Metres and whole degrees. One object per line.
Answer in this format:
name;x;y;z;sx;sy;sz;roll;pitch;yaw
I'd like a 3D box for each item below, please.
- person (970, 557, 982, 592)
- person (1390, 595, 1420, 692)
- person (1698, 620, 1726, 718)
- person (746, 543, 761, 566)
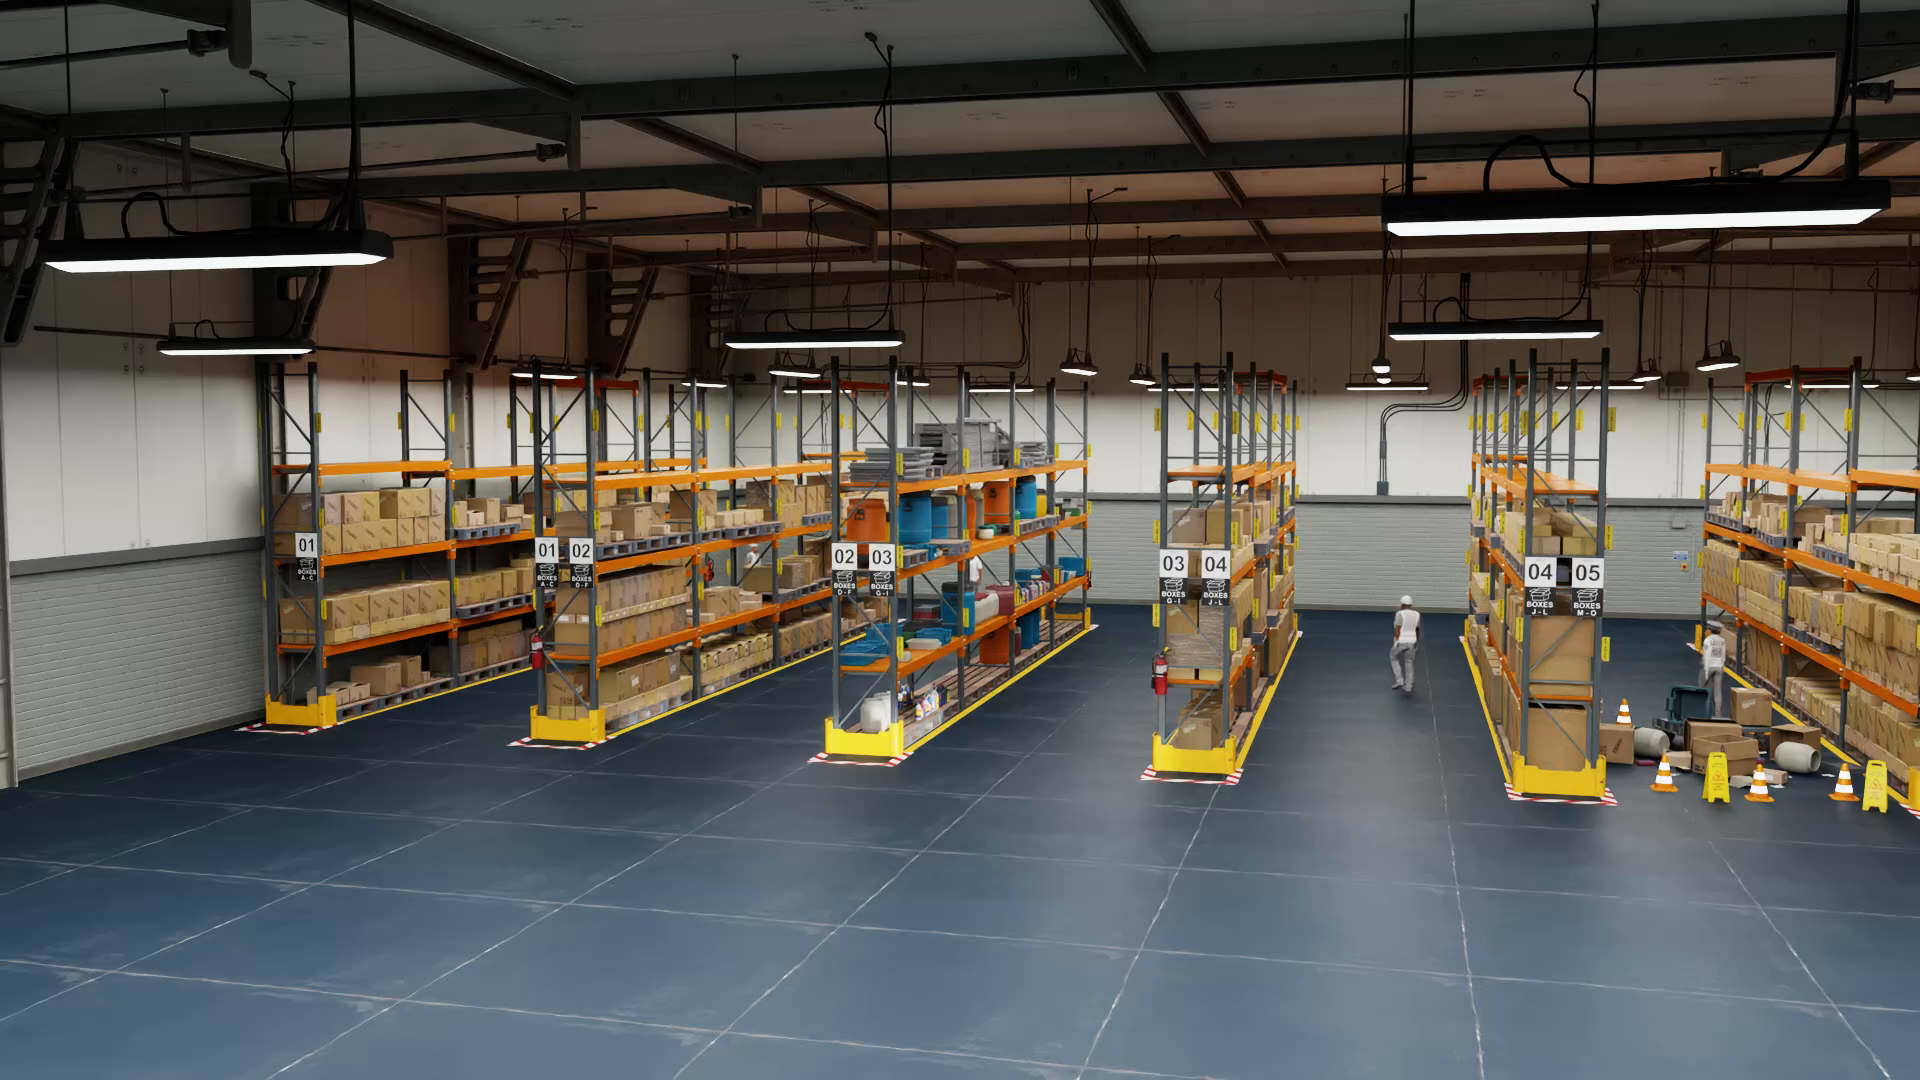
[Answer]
person;0.277;1.035;44.054;0.619;1.710;1.081;1;4;12
person;8.320;1.920;31.013;0.572;1.771;0.496;-1;4;-8
person;12.691;2.220;27.991;0.467;1.726;0.592;0;4;4
person;-5.576;0.943;44.759;0.473;1.788;0.581;1;4;17
